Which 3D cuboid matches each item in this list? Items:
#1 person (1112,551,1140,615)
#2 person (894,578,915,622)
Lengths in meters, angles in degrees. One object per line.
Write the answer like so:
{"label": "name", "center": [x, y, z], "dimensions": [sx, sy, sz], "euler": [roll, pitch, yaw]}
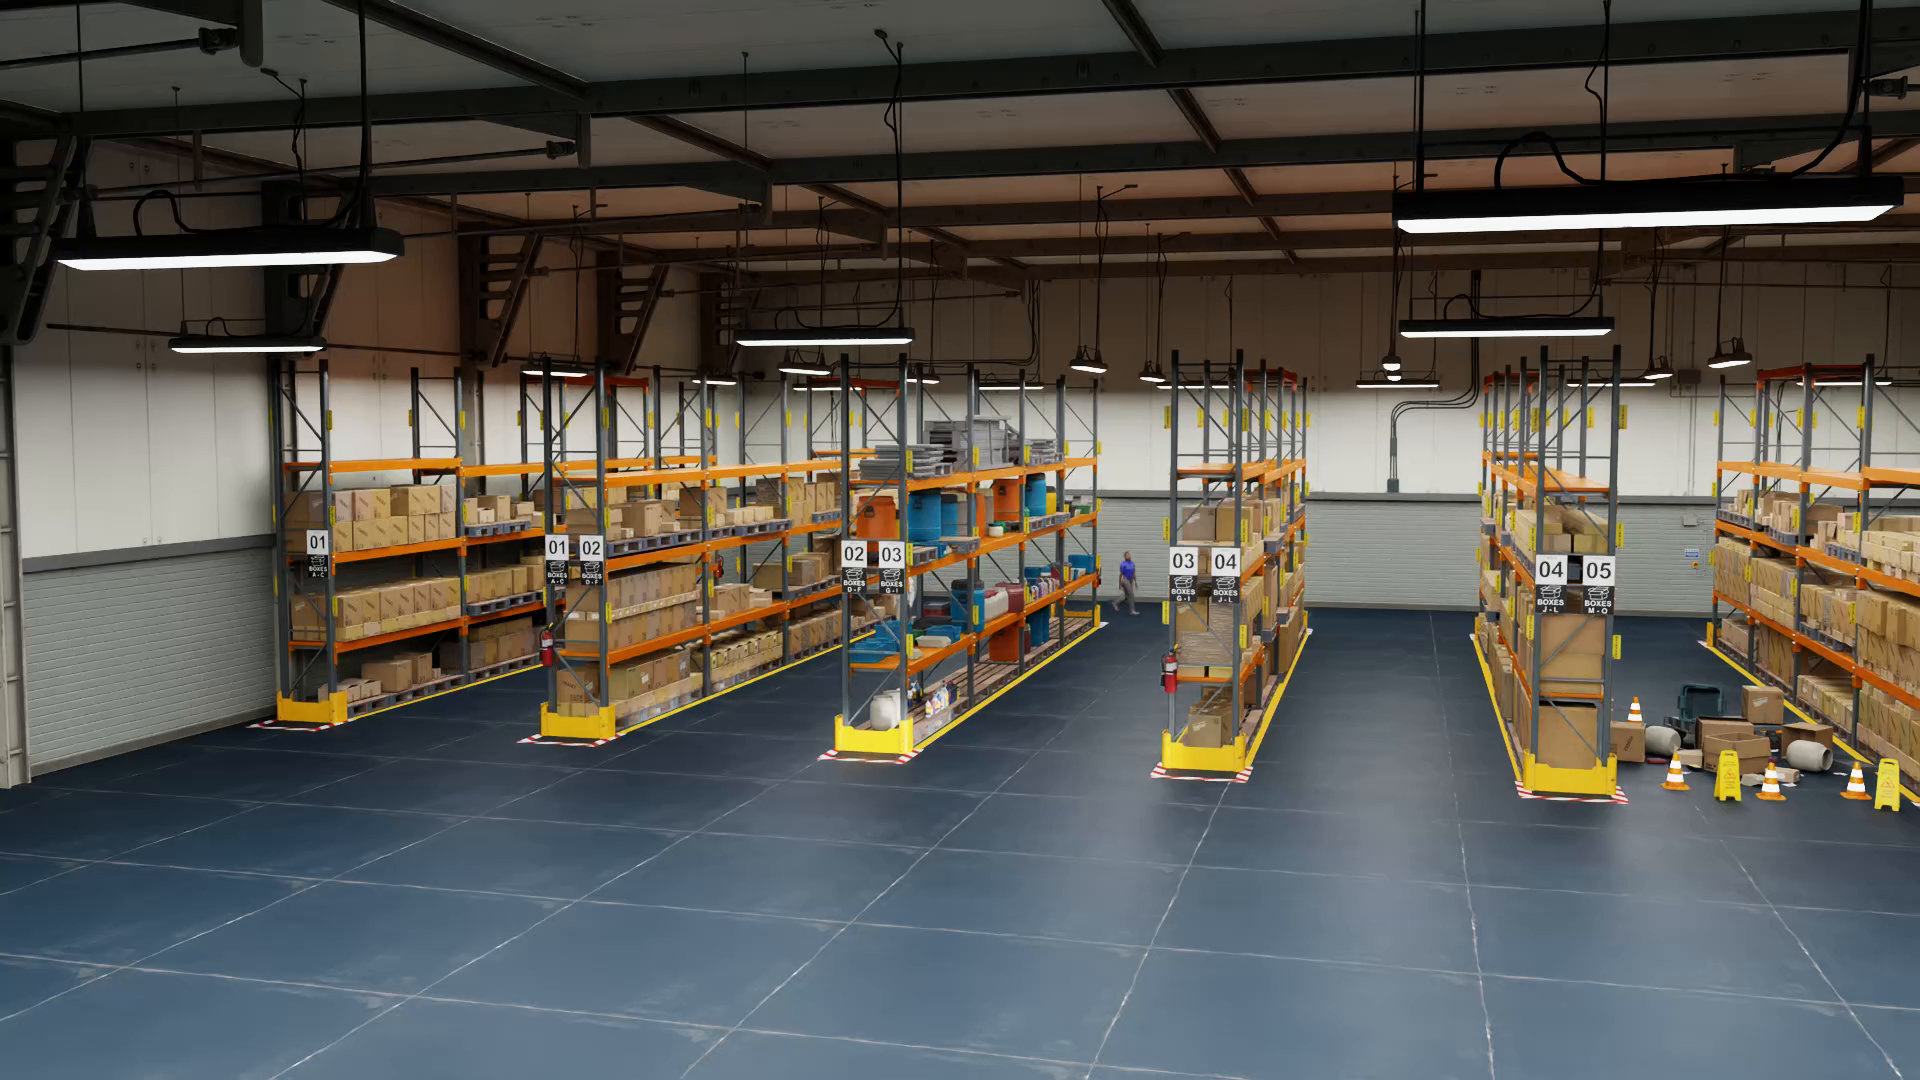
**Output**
{"label": "person", "center": [4.280, 1.098, 42.865], "dimensions": [0.867, 1.617, 0.429], "euler": [3, 5, 35]}
{"label": "person", "center": [-1.311, 1.403, 38.482], "dimensions": [0.550, 1.616, 1.031], "euler": [1, 4, 16]}
